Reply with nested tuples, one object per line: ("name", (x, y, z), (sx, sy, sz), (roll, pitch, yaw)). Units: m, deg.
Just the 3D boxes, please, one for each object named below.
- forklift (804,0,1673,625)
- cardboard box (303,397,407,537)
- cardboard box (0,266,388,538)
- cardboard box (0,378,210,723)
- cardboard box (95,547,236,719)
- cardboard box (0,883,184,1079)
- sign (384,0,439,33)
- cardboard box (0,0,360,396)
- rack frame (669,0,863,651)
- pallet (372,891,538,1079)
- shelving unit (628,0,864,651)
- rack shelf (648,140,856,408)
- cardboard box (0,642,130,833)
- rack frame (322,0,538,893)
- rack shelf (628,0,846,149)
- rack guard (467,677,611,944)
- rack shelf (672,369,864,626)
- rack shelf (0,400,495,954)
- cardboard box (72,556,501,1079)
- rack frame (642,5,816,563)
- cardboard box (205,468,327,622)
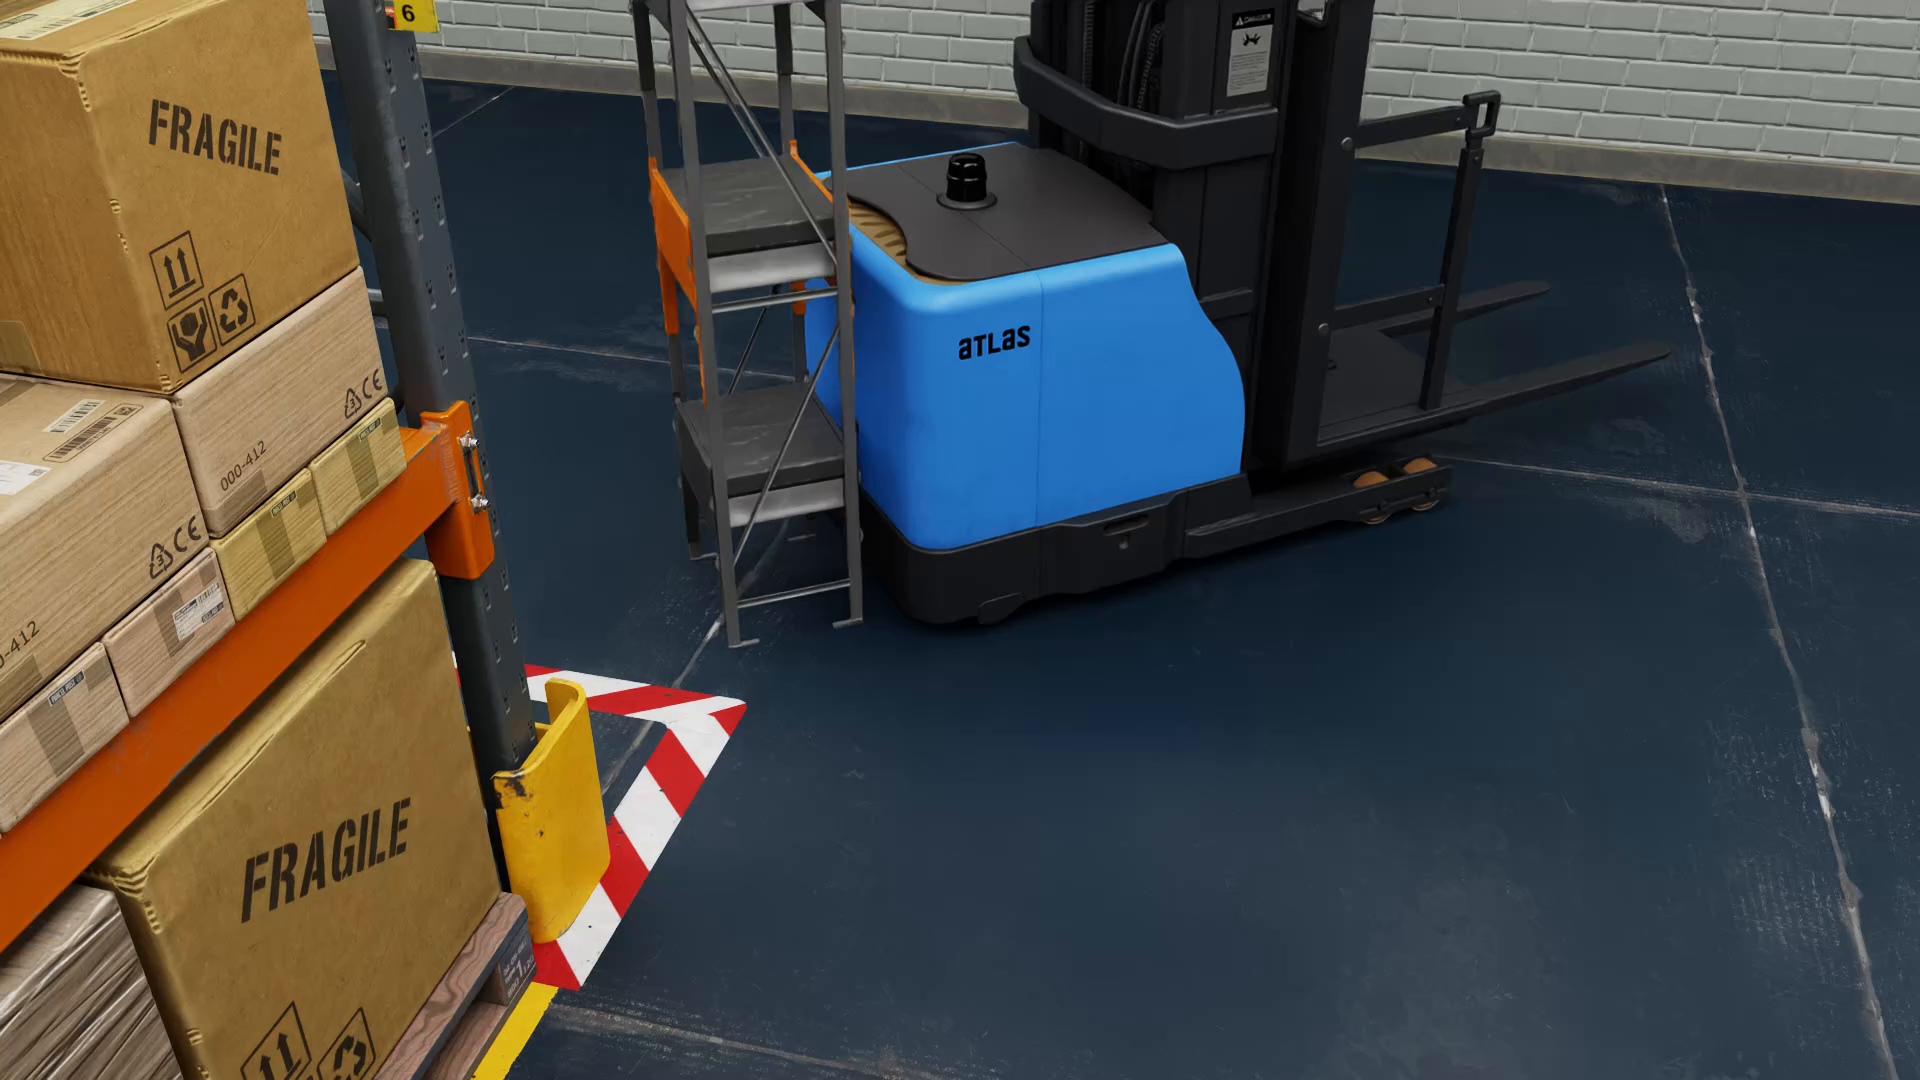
("forklift", (1.022, -1.526, 4.919), (3.031, 2.935, 1.130), (-15, 35, -22))
("cardboard box", (-1.219, -0.155, 2.932), (0.380, 0.149, 0.250), (9, 33, 13))
("cardboard box", (-1.314, -0.266, 2.734), (0.500, 0.250, 0.500), (7, 33, 12))
("cardboard box", (-1.443, -0.002, 2.320), (0.500, 0.250, 0.500), (7, 33, 12))
("cardboard box", (-1.349, 0.111, 2.514), (0.380, 0.149, 0.250), (8, 33, 12))
("cardboard box", (-1.763, 1.044, 2.401), (0.875, 0.875, 0.875), (8, 33, 12))
("sign", (-0.926, -0.998, 2.724), (0.100, 0.325, 0.005), (8, 33, 12))
("cardboard box", (-1.317, -0.581, 2.531), (0.500, 0.500, 0.500), (8, 33, 13))
("rack frame", (-0.473, -0.609, 4.251), (0.400, 2.100, 0.015), (-11, 34, -17))
("pallet", (-1.575, 1.112, 3.305), (1.003, 0.211, 1.213), (8, 33, 12))
("shelving unit", (-0.558, -0.733, 4.444), (0.431, 2.100, 0.503), (-11, 34, -17))
("rack shelf", (-0.558, -0.721, 4.451), (0.431, 0.518, 0.480), (-11, 34, -17))
("cardboard box", (-1.413, 0.240, 2.311), (0.380, 0.149, 0.250), (9, 33, 13))
("rack frame", (-1.447, -0.491, 3.226), (1.000, 3.000, 0.127), (8, 33, 12))
("rack shelf", (-0.558, -1.311, 4.074), (0.431, 0.518, 0.480), (-11, 34, -17))
("rack guard", (-1.441, 0.552, 3.916), (1.175, 0.500, 0.348), (8, 33, 12))
("rack shelf", (-0.559, -0.131, 4.828), (0.431, 0.518, 0.480), (-11, 34, -17))
("rack shelf", (-1.955, 0.851, 1.787), (1.077, 0.370, 4.000), (8, 33, 12))
("cardboard box", (-1.532, 0.572, 3.144), (0.875, 0.875, 0.875), (8, 33, 12))
("rack frame", (-0.644, -0.856, 4.636), (0.400, 2.100, 0.015), (-11, 34, -17))
("cardboard box", (-1.284, -0.020, 2.720), (0.380, 0.149, 0.250), (8, 33, 13))
